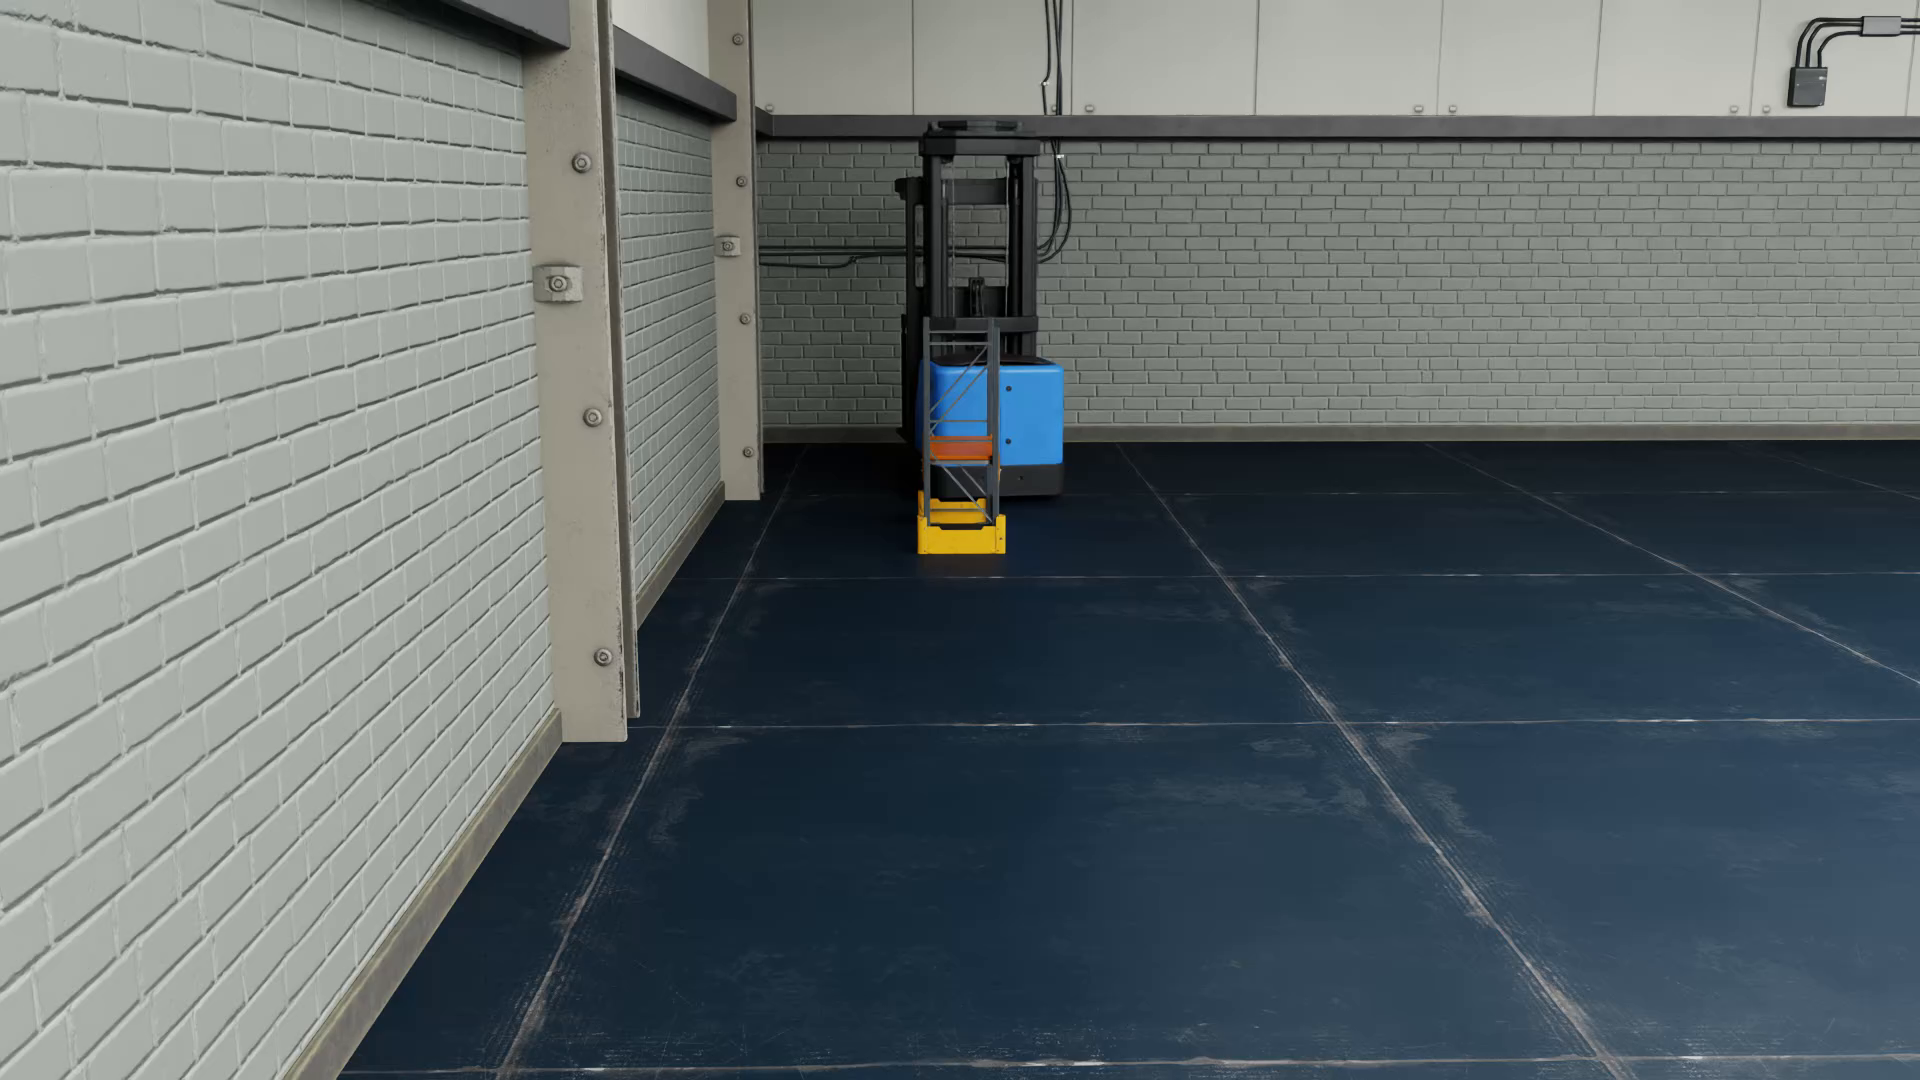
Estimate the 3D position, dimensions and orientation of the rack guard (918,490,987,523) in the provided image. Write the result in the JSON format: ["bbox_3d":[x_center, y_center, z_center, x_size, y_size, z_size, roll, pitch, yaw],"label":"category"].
[{"bbox_3d":[-0.012,-0.237,12.097,0.587,0.250,0.087,0,11,-1],"label":"rack guard"}]

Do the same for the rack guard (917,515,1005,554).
[{"bbox_3d":[0.009,-0.039,11.121,0.587,0.250,0.087,0,11,-1],"label":"rack guard"}]

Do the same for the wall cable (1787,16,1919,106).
[{"bbox_3d":[9.013,-7.058,15.164,2.305,6.003,0.169,0,11,-1],"label":"wall cable"}]

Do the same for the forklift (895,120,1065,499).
[{"bbox_3d":[0.053,-1.998,14.036,1.130,2.935,3.031,-2,12,-10],"label":"forklift"}]

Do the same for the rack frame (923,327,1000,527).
[{"bbox_3d":[0.009,-0.651,10.995,0.500,1.500,0.032,0,11,-1],"label":"rack frame"}]

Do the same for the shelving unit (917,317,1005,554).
[{"bbox_3d":[-0.002,-0.750,11.485,0.587,1.500,1.083,0,11,-1],"label":"shelving unit"}]

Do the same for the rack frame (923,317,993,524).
[{"bbox_3d":[-0.012,-0.853,11.992,0.500,1.500,0.032,0,11,-1],"label":"rack frame"}]

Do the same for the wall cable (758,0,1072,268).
[{"bbox_3d":[-0.478,-3.834,15.634,3.097,2.526,0.112,0,11,-1],"label":"wall cable"}]

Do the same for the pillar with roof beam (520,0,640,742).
[{"bbox_3d":[2.689,-3.590,6.620,9.100,9.000,0.400,0,11,-1],"label":"pillar with roof beam"}]

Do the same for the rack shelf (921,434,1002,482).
[{"bbox_3d":[-0.002,-0.576,11.529,0.538,0.185,1.000,0,11,-1],"label":"rack shelf"}]

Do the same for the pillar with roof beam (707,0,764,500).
[{"bbox_3d":[2.565,-4.782,12.499,9.100,9.000,0.400,0,11,-1],"label":"pillar with roof beam"}]
